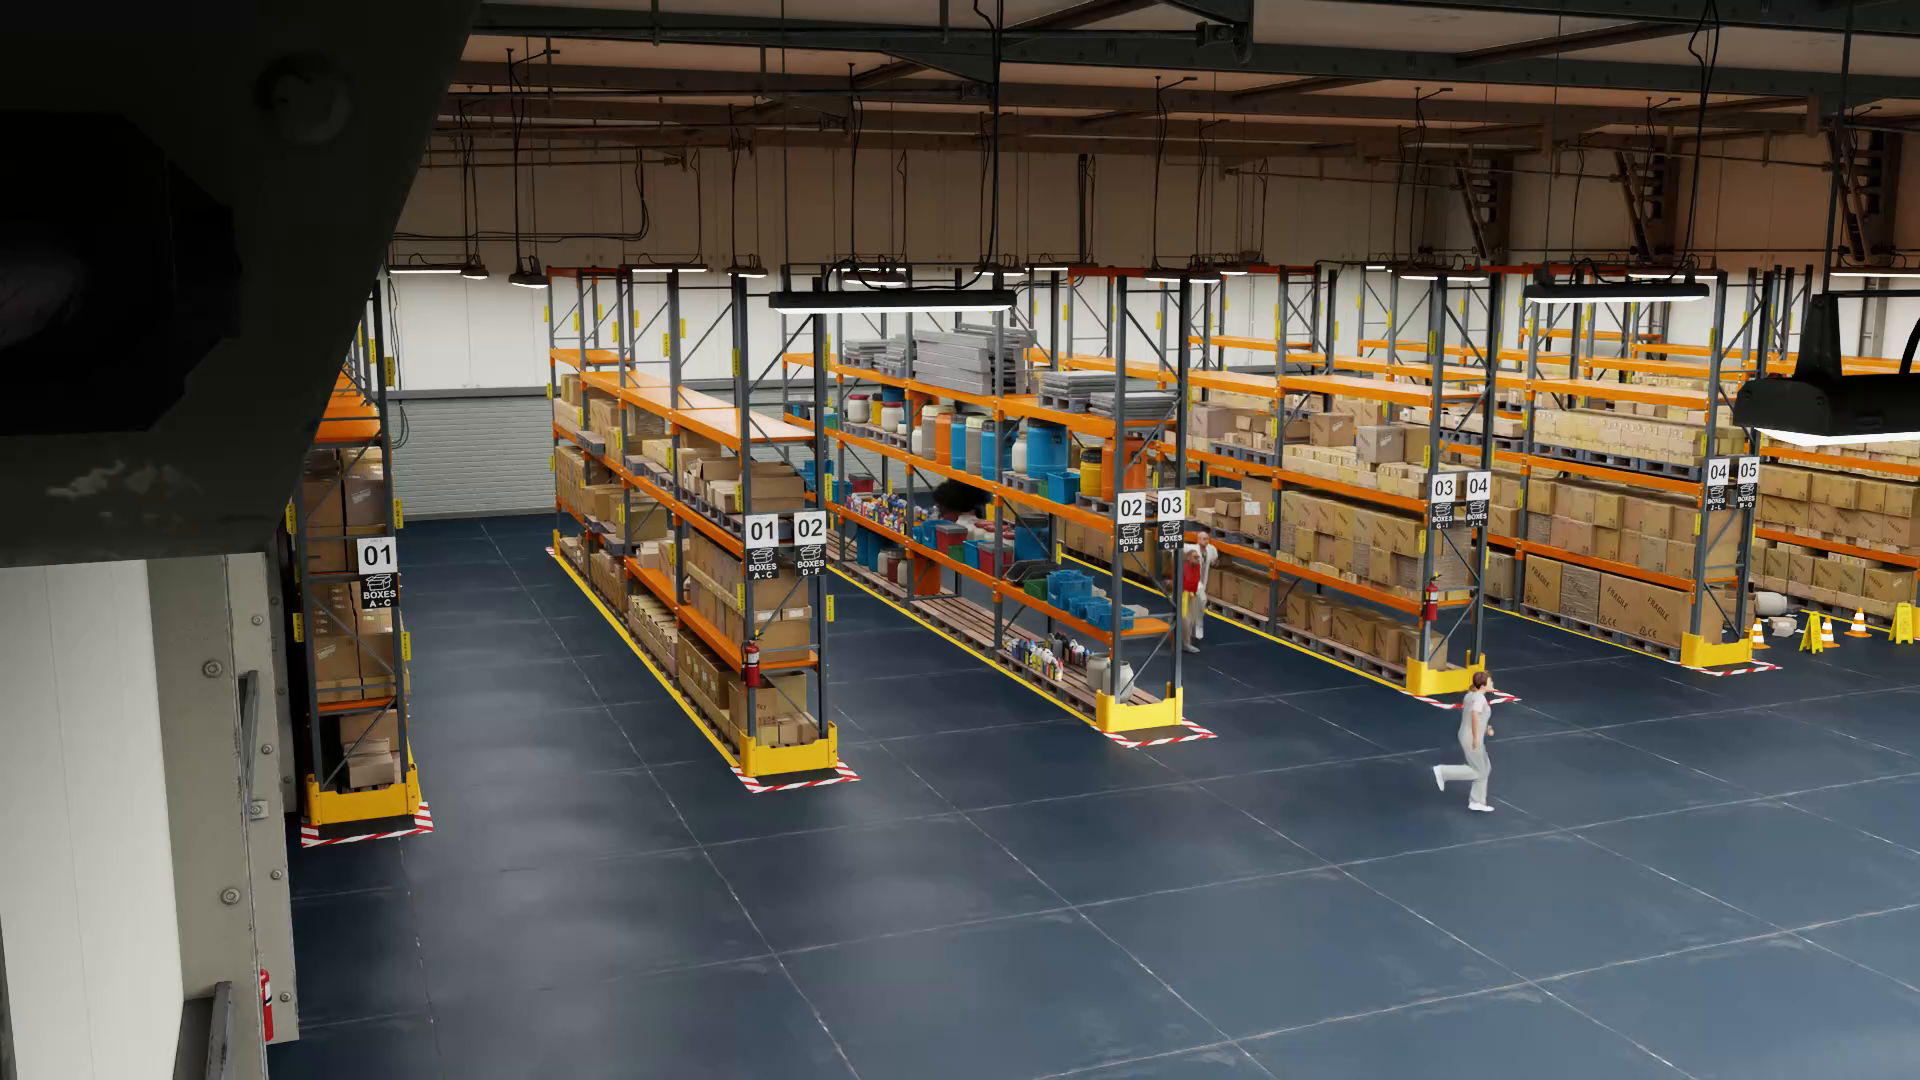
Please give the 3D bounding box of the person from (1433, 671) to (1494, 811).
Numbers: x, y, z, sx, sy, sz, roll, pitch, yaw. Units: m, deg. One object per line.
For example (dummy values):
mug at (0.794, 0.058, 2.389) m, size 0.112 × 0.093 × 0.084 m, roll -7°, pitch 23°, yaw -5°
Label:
person at (5.761, 2.298, 18.945) m, size 0.705 × 1.631 × 0.587 m, roll 1°, pitch 10°, yaw 3°

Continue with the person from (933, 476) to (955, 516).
person at (-0.258, -1.305, 39.416) m, size 0.839 × 1.665 × 0.608 m, roll -5°, pitch 11°, yaw -29°

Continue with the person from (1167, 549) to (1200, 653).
person at (3.545, 0.946, 26.496) m, size 0.653 × 1.676 × 0.756 m, roll -7°, pitch 12°, yaw -34°

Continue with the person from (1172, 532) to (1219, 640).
person at (3.874, 0.710, 27.465) m, size 0.694 × 1.780 × 1.014 m, roll -6°, pitch 11°, yaw -30°
